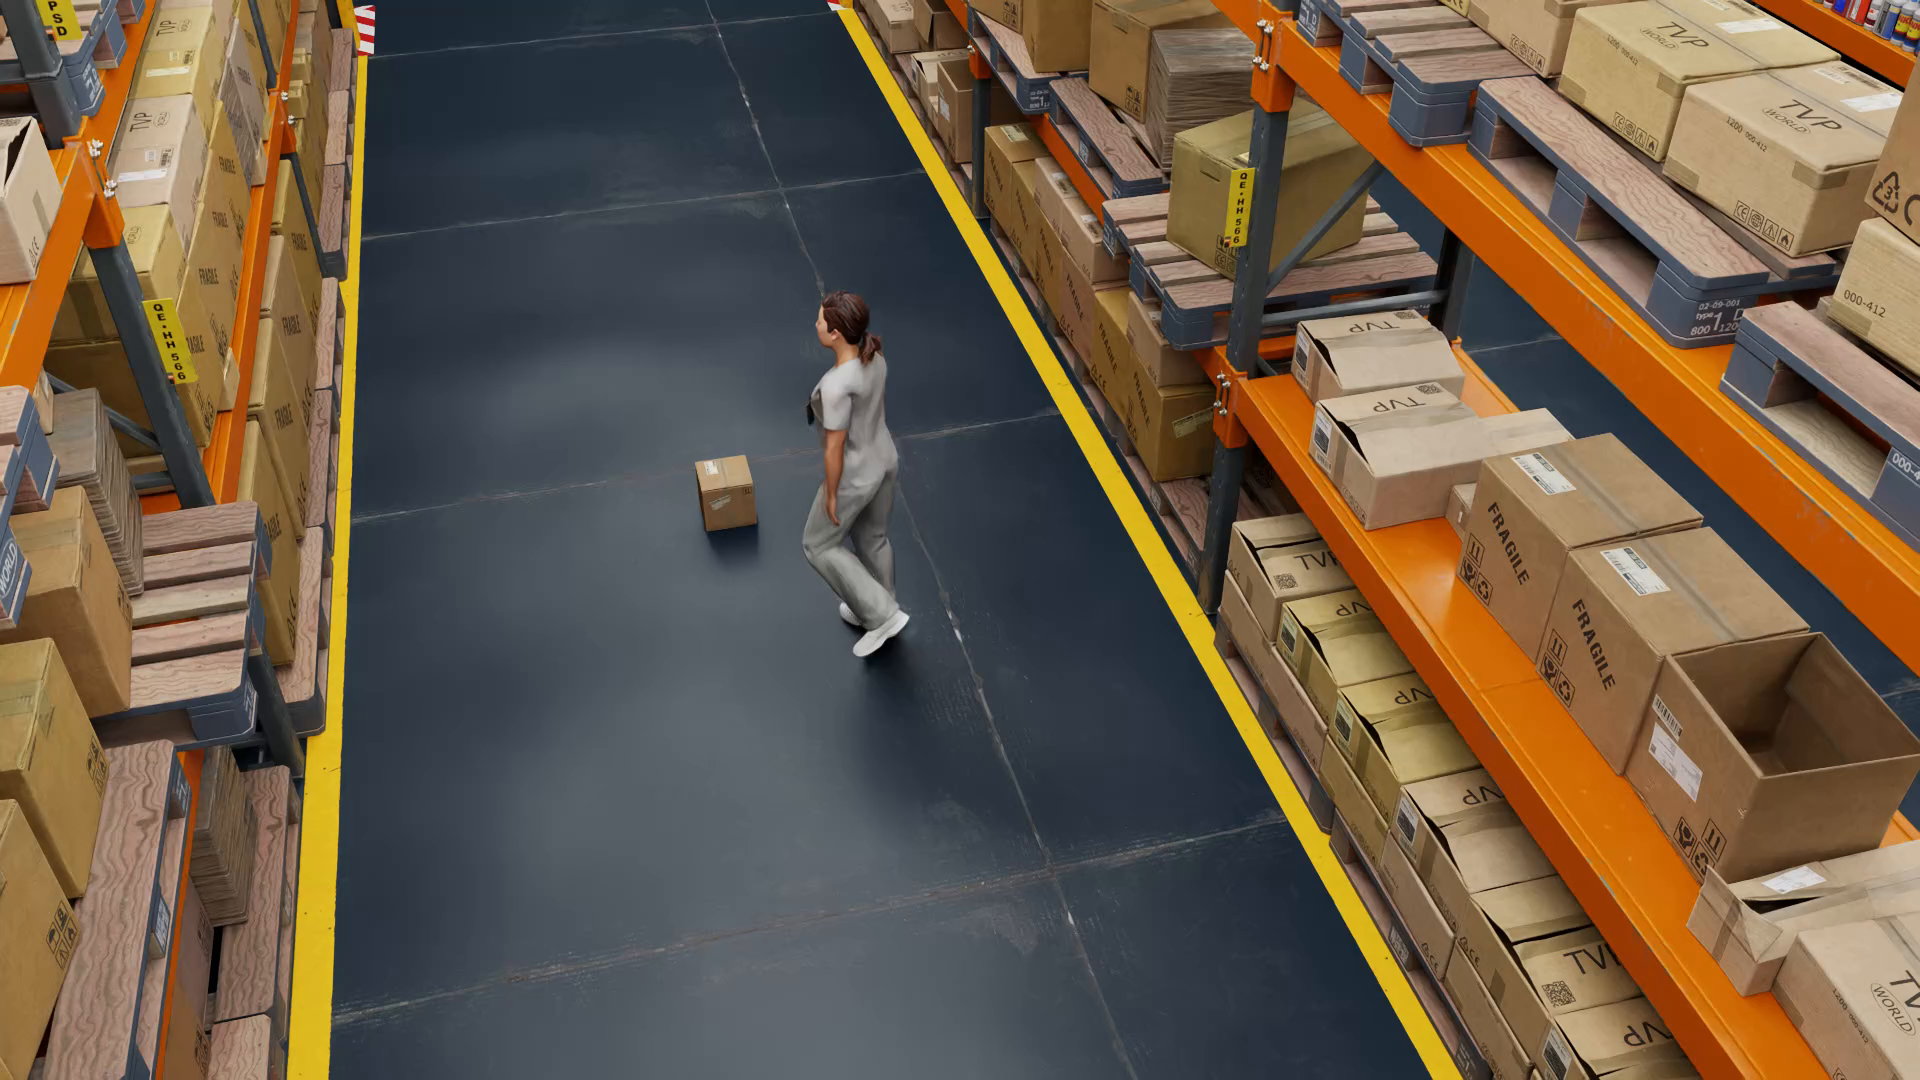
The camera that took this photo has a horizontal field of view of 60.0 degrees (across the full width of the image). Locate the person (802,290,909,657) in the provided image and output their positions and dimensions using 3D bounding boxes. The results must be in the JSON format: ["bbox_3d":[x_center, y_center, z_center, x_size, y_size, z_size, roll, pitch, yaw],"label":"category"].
[{"bbox_3d":[-0.389,-0.257,7.023,0.495,1.650,0.519,18,42,21],"label":"person"}]
